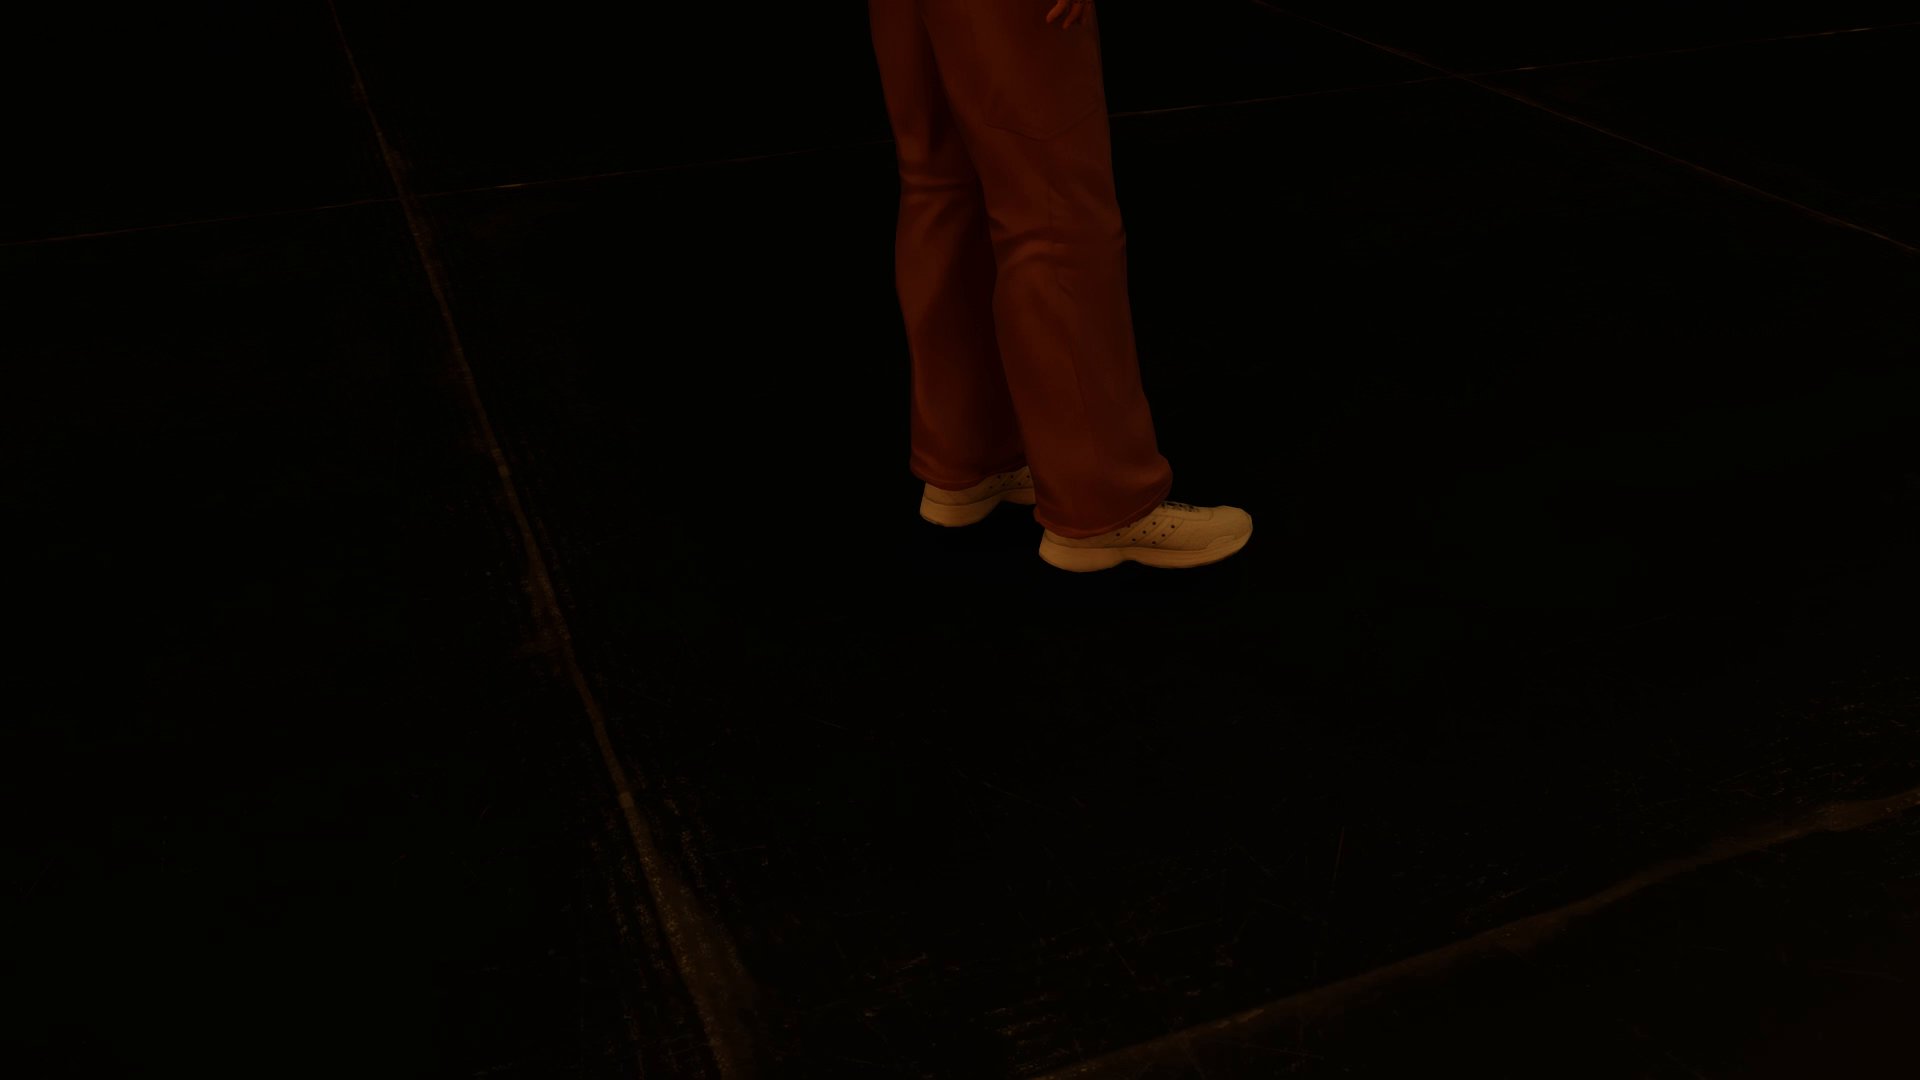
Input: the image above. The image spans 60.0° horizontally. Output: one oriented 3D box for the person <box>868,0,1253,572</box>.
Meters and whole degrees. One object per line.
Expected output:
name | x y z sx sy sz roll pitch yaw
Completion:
person | 0.073 -0.778 2.077 0.547 1.673 0.553 -11 32 -19
